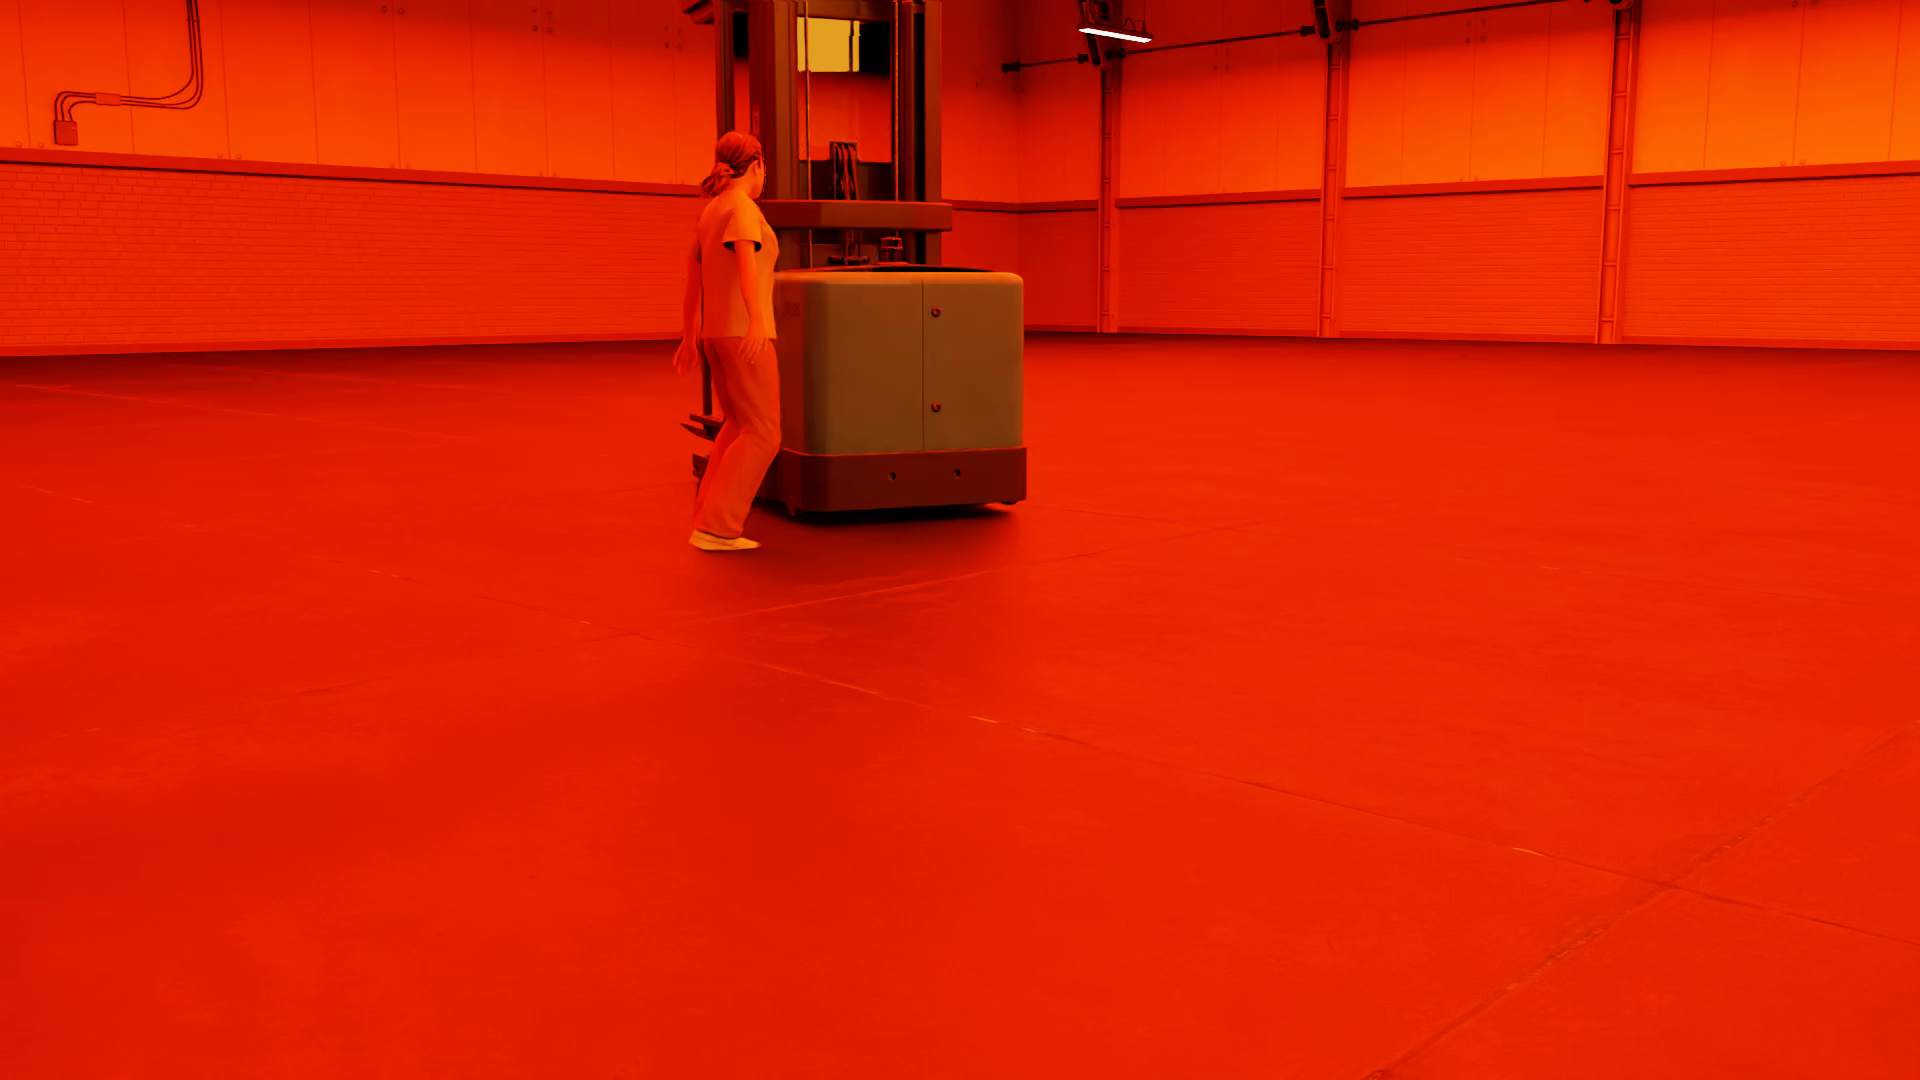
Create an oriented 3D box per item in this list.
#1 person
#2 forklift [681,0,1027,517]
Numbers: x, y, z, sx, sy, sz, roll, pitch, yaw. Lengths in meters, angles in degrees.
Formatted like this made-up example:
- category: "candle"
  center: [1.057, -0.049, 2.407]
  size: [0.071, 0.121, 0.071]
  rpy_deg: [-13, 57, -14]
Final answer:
- category: "person"
  center: [-0.916, -0.769, 6.532]
  size: [0.443, 1.648, 0.814]
  rpy_deg: [-4, 10, -28]
- category: "forklift"
  center: [-0.742, -1.730, 8.363]
  size: [1.130, 2.935, 3.031]
  rpy_deg: [-4, 9, -23]
